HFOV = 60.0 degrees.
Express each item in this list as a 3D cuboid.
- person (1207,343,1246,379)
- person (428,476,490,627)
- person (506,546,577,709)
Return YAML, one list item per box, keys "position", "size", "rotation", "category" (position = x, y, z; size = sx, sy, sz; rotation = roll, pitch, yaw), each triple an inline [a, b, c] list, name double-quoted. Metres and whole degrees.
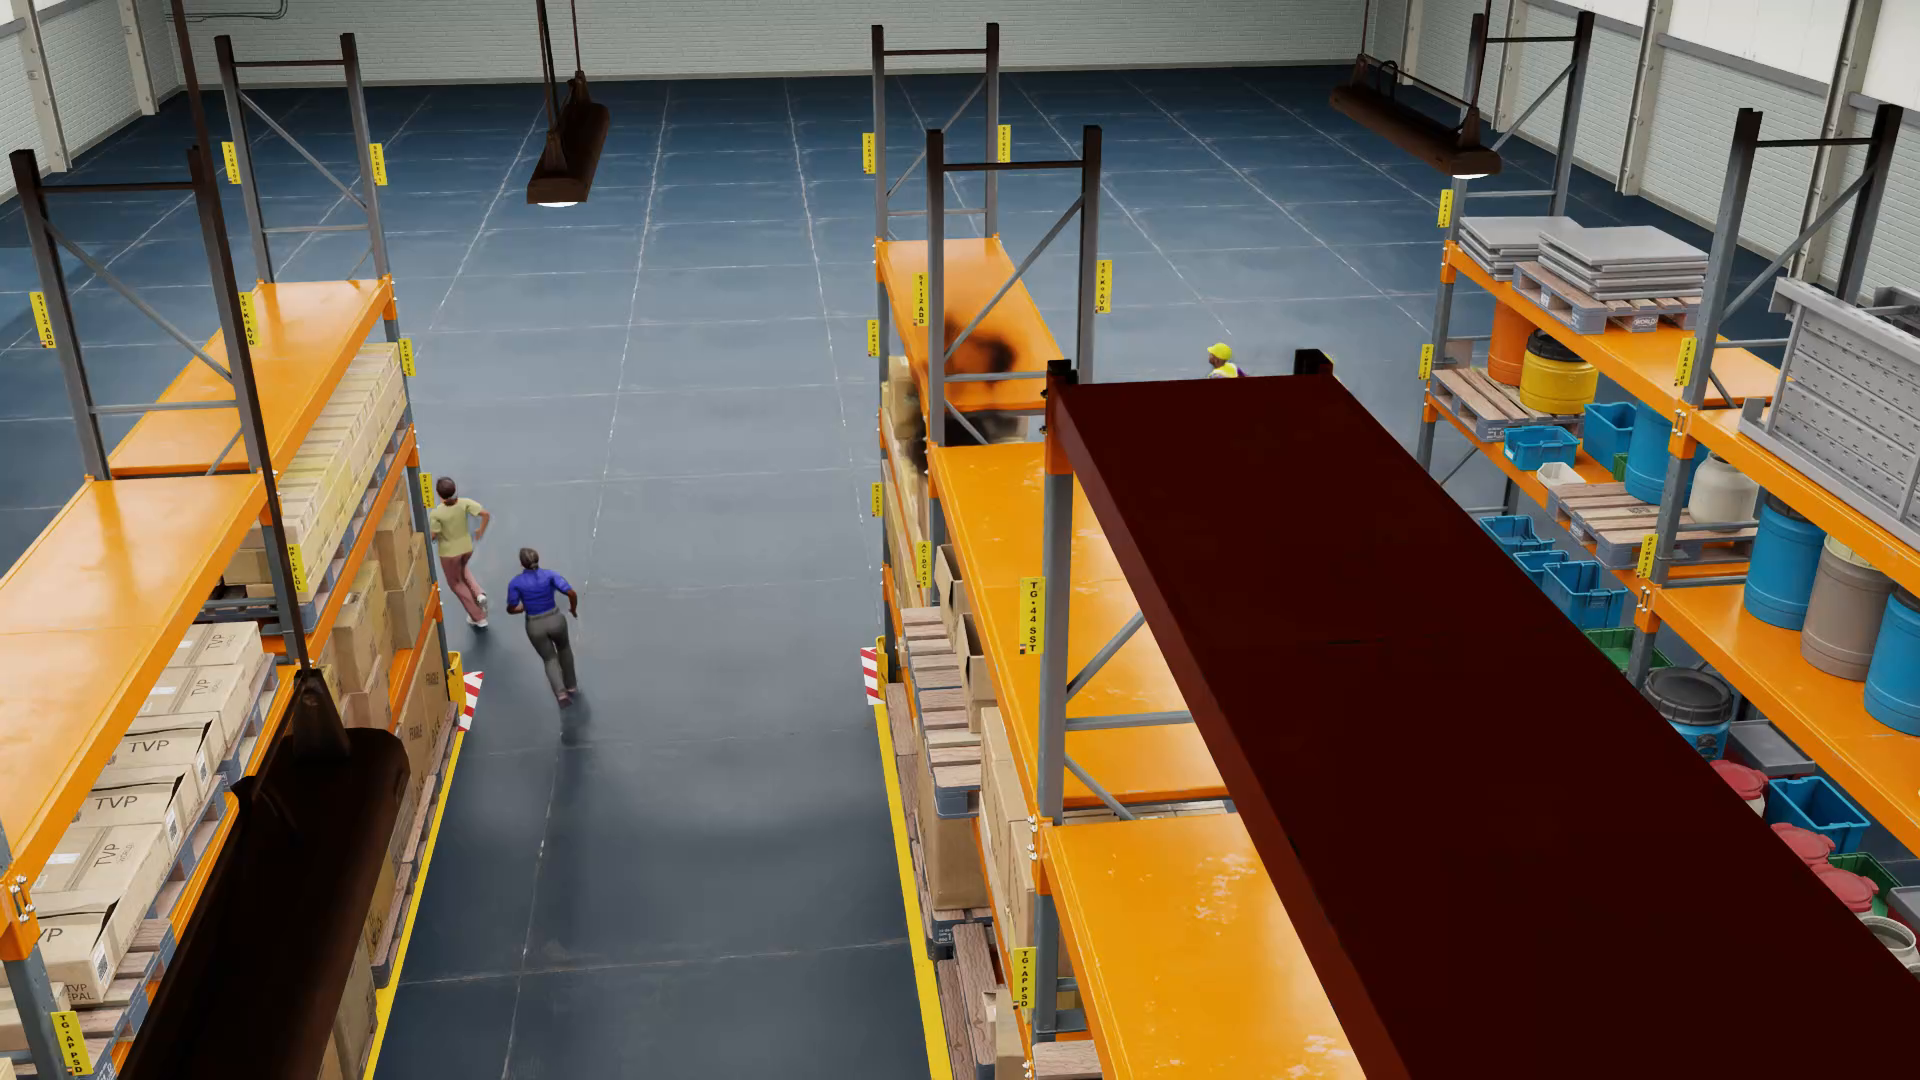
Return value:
- position: [3.000, -1.469, 19.570]
  size: [0.679, 1.767, 0.668]
  rotation: [8, 27, 17]
  category: "person"
- position: [-4.983, 0.096, 16.409]
  size: [0.554, 1.620, 0.581]
  rotation: [19, 32, 35]
  category: "person"
- position: [-3.740, 0.811, 14.973]
  size: [0.615, 1.618, 0.812]
  rotation: [-8, 27, -17]
  category: "person"
